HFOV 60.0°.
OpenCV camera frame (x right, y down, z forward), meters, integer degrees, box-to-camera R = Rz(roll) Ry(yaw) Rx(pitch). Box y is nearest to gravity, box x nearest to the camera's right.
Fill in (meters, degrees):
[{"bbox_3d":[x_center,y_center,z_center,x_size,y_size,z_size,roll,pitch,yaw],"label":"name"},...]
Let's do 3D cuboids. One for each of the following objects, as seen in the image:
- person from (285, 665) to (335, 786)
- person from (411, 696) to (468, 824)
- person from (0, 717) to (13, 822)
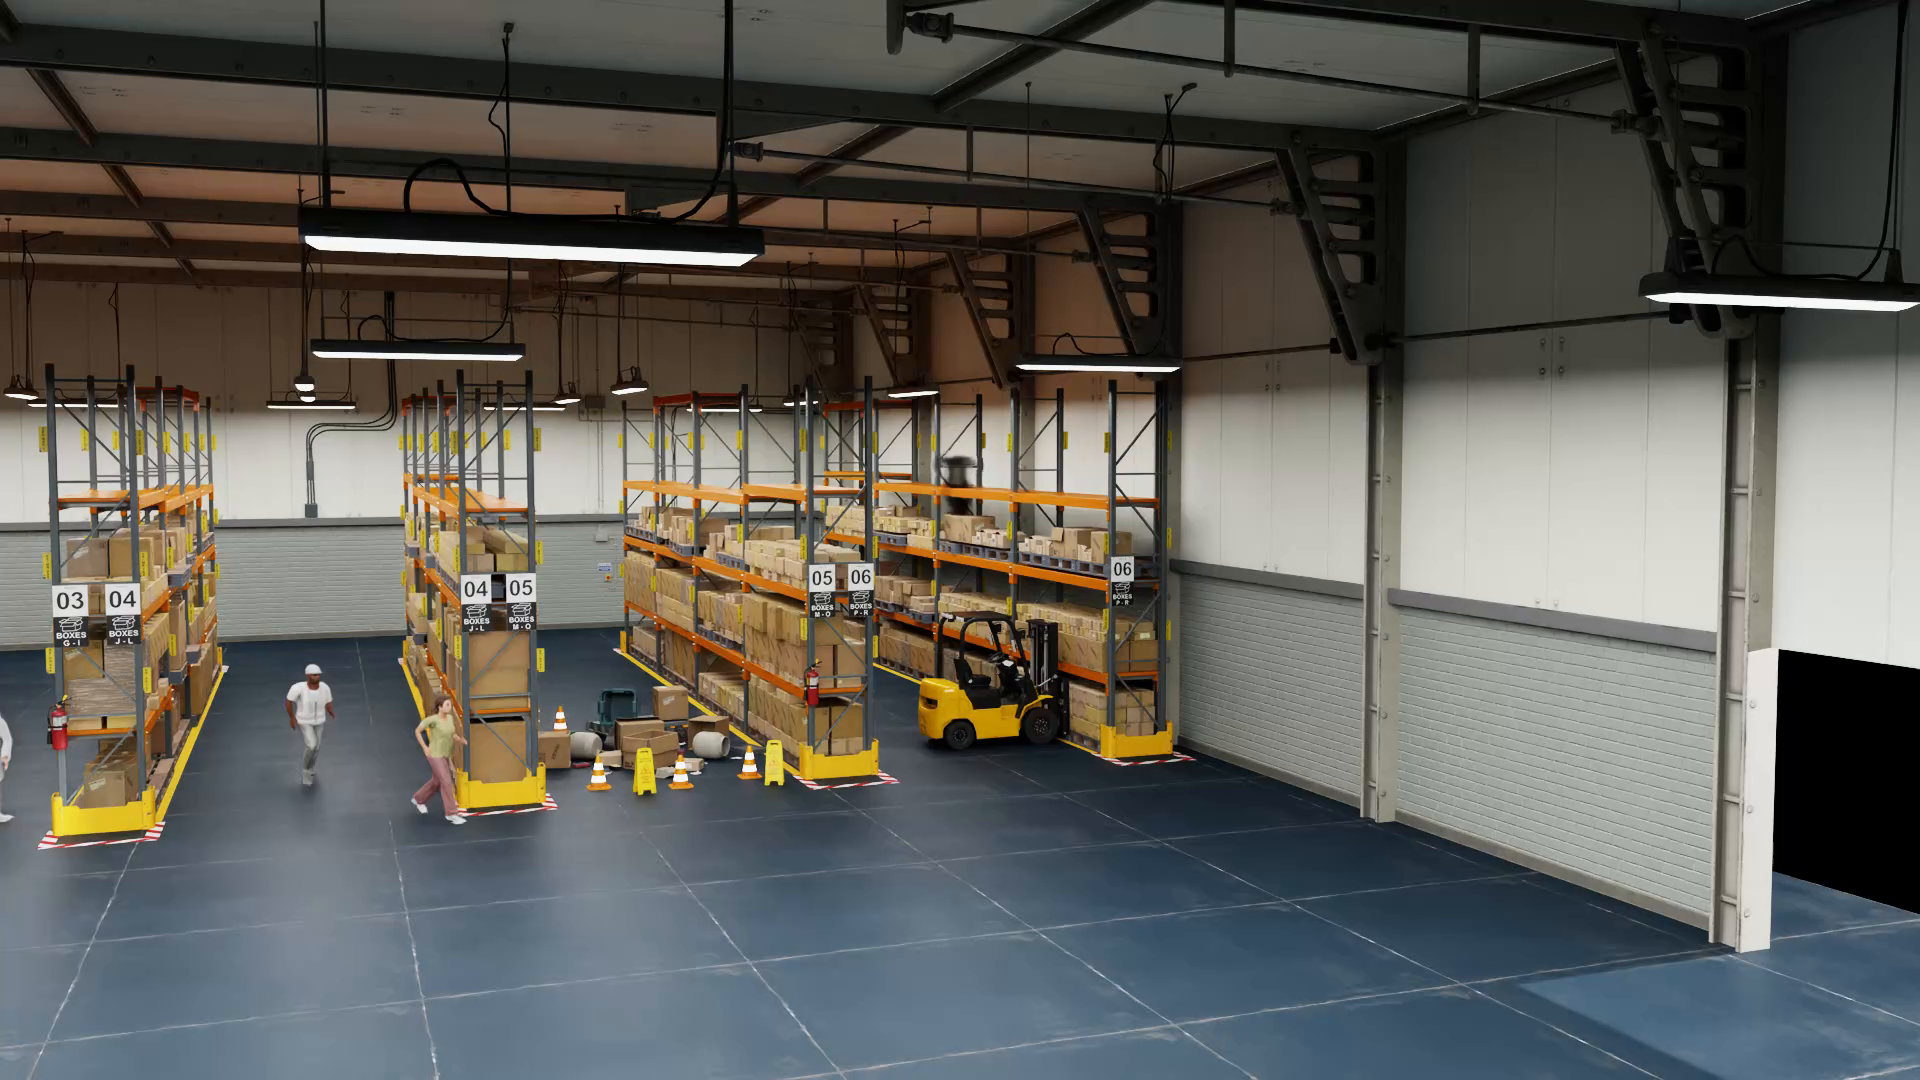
[{"bbox_3d":[-9.528,2.719,24.448,0.819,1.799,0.615,3,5,42],"label":"person"},{"bbox_3d":[-6.916,2.879,21.998,0.955,1.666,0.545,1,4,21],"label":"person"},{"bbox_3d":[-12.597,2.898,21.419,0.852,1.735,0.769,3,5,43],"label":"person"}]
